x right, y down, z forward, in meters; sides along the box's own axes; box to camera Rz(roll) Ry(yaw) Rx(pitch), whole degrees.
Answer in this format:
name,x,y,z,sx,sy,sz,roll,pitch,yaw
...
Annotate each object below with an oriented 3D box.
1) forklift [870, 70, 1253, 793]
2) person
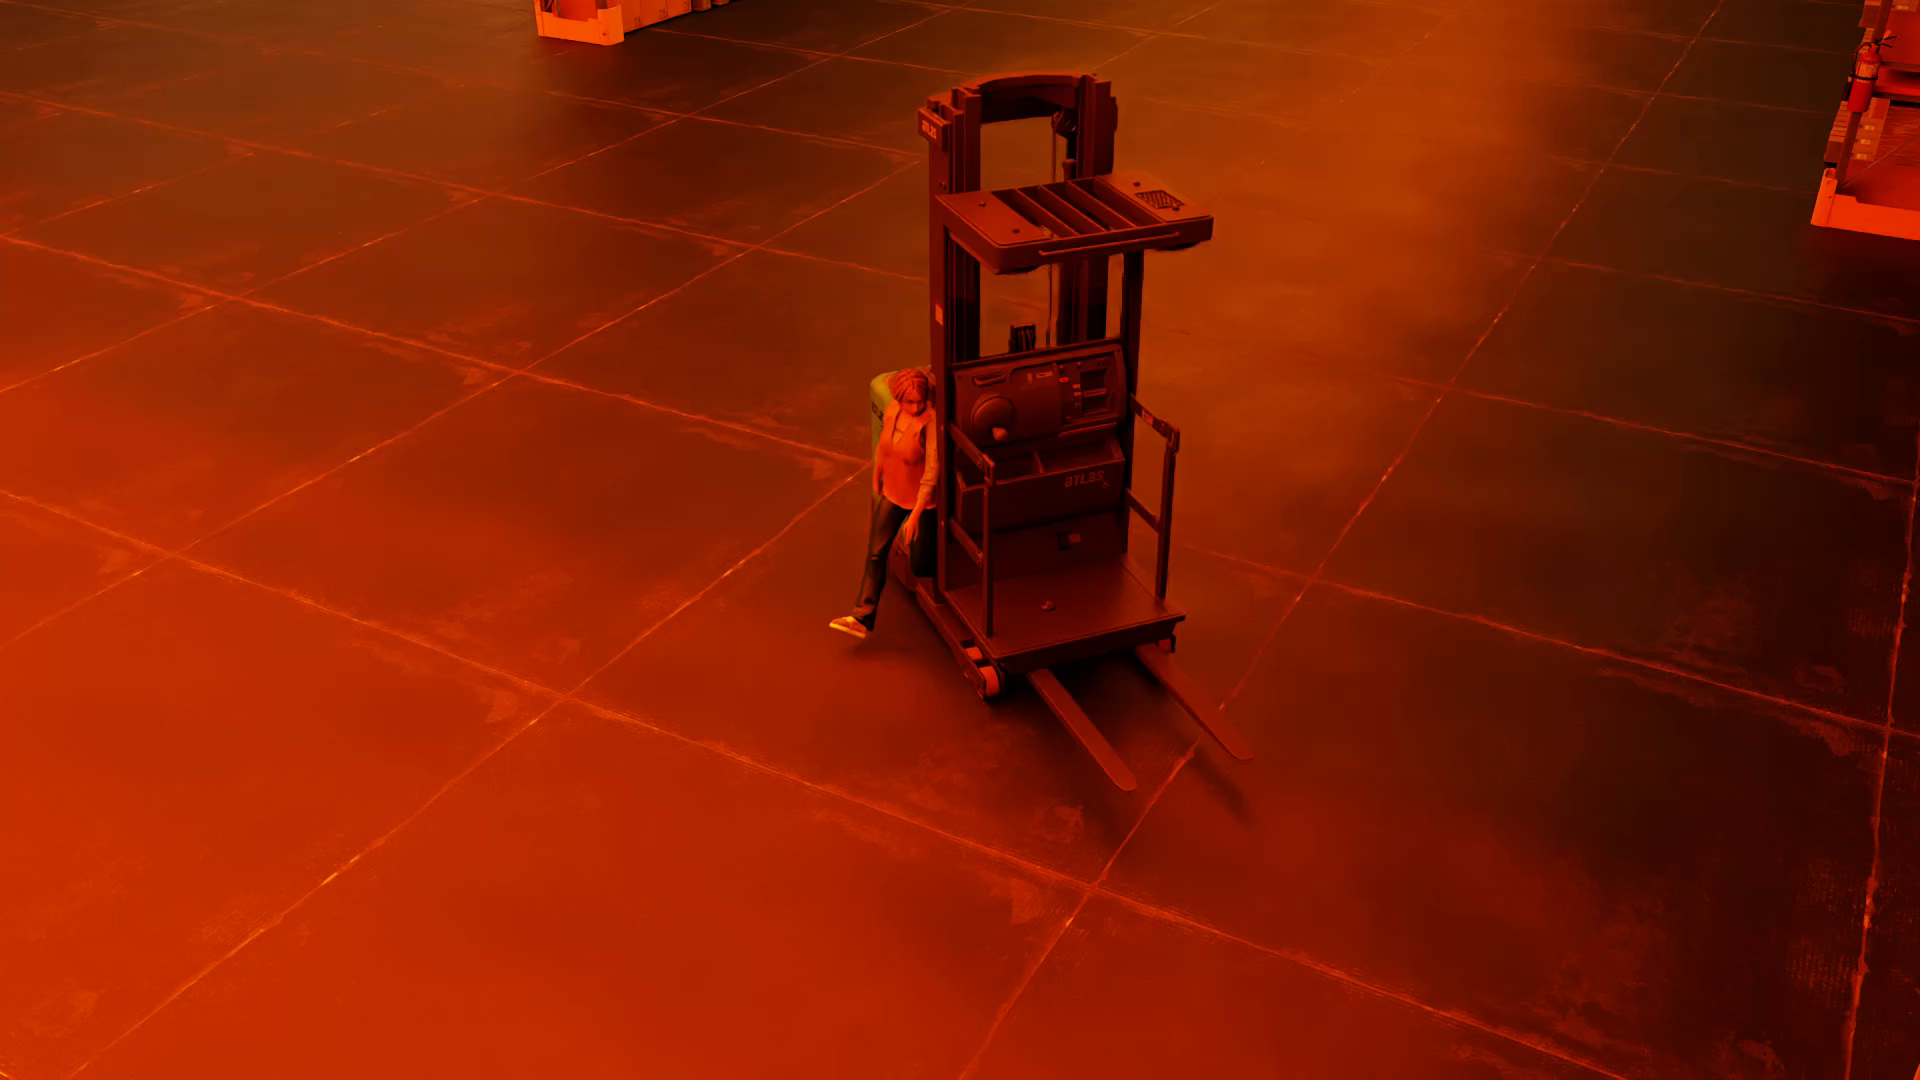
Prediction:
name,x,y,z,sx,sy,sz,roll,pitch,yaw
forklift,0.497,-0.693,8.271,1.130,2.935,3.031,-11,32,-19
person,-0.338,-0.195,8.775,0.575,1.517,0.862,20,36,31
